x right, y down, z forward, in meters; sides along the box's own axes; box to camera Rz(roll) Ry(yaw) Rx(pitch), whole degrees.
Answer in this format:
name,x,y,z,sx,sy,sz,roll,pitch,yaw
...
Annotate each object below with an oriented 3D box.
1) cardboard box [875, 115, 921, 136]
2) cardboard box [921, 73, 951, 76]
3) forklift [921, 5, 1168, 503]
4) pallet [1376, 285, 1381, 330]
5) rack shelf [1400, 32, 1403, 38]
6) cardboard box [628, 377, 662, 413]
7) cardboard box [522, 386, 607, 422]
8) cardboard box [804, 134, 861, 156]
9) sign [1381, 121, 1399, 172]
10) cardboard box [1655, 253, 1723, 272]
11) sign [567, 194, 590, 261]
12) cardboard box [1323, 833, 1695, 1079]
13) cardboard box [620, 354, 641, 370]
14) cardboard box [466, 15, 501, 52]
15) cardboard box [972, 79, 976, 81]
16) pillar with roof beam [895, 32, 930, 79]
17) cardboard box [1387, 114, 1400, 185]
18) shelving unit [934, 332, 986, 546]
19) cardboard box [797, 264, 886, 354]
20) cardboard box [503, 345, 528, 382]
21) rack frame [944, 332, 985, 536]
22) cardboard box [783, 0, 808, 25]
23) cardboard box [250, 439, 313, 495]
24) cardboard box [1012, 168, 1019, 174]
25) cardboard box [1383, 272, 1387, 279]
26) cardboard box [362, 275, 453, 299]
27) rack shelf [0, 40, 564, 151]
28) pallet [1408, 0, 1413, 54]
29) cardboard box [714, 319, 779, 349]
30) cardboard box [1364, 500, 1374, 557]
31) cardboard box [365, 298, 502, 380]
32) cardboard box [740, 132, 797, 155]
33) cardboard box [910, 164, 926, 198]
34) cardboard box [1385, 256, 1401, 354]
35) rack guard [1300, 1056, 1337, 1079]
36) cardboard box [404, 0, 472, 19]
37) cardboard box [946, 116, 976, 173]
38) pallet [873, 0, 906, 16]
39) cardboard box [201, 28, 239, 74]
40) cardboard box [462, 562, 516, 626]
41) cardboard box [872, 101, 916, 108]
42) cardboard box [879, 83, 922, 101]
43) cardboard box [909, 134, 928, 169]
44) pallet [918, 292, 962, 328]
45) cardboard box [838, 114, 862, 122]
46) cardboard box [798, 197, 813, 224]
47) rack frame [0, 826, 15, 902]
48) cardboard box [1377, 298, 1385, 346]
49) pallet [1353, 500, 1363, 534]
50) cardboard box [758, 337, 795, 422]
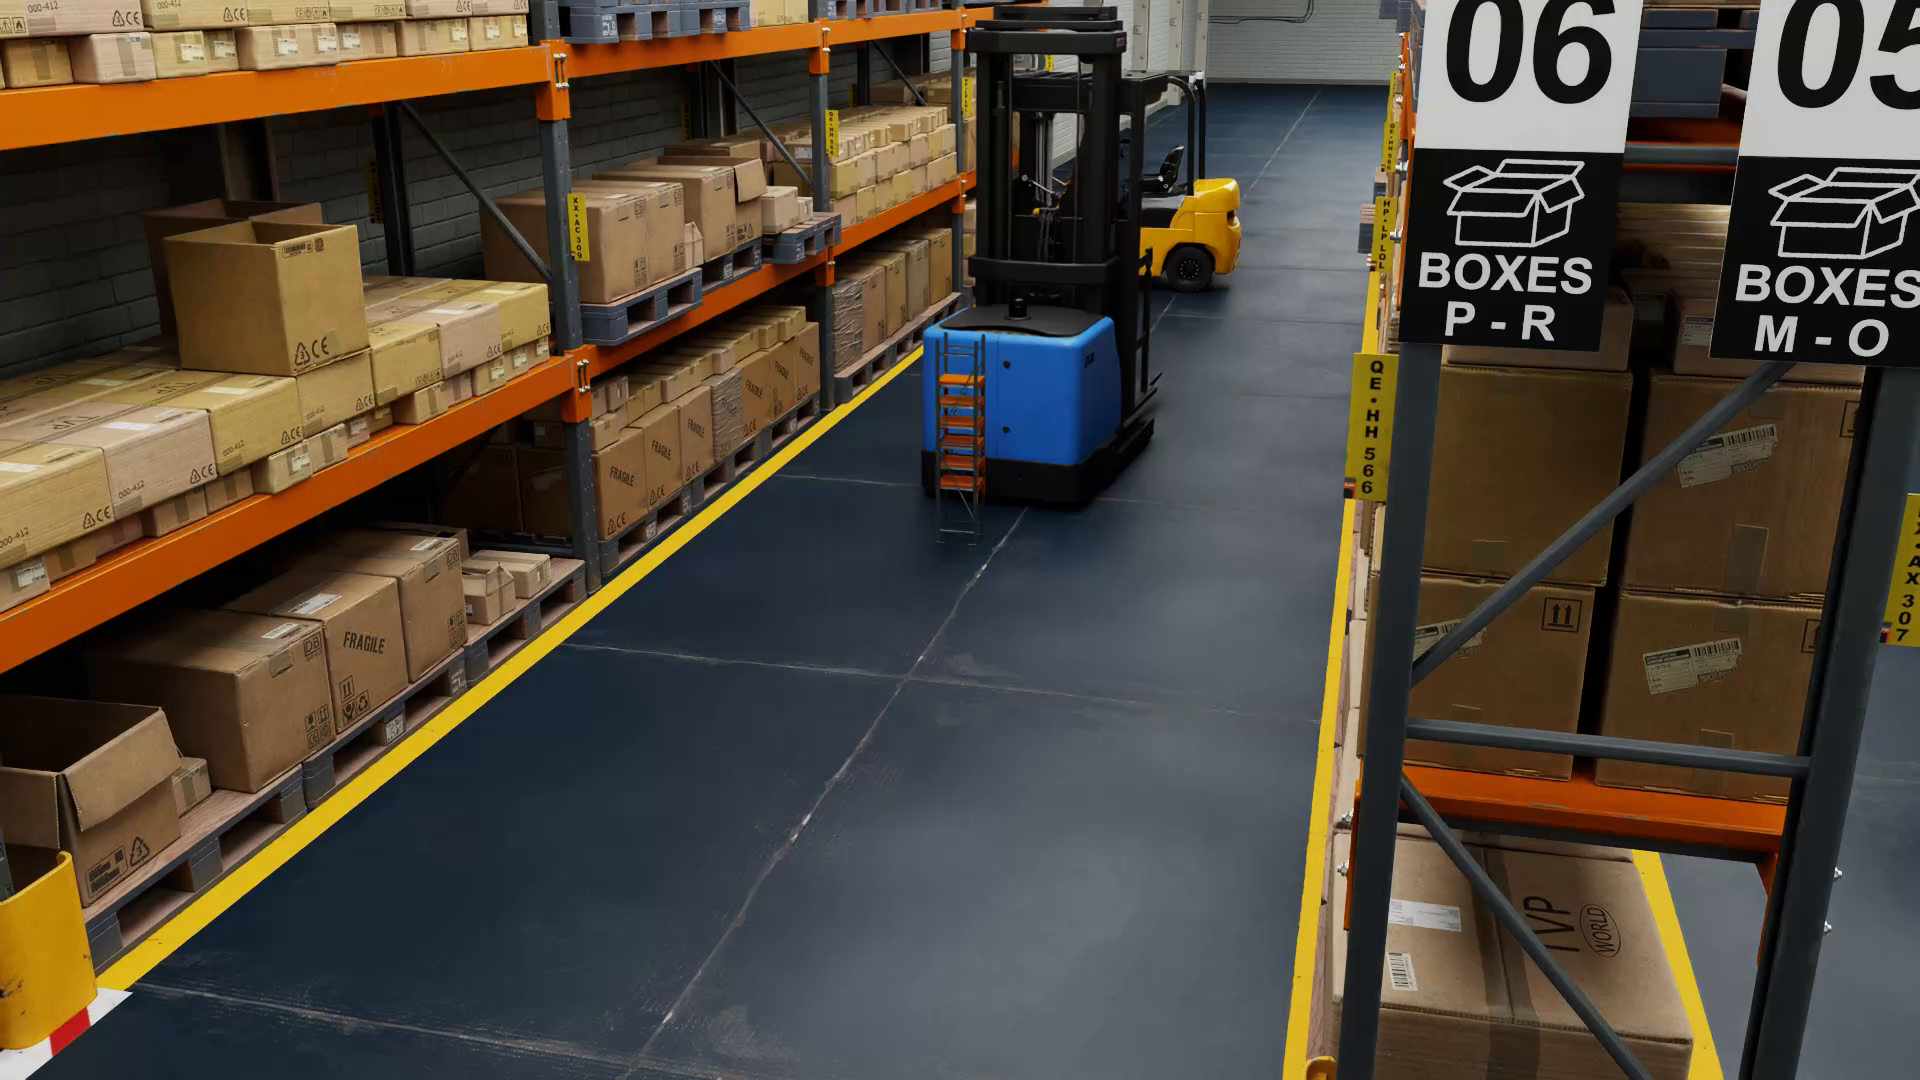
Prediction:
name,x,y,z,sx,sy,sz,roll,pitch,yaw
cardboard box,-0.553,-3.591,14.403,0.380,0.149,0.250,4,19,12
cardboard box,-0.202,-4.948,17.916,0.380,0.149,0.250,4,19,12
forklift,0.728,-2.052,11.160,1.130,2.935,3.031,7,20,18
pallet,4.476,-2.189,15.771,1.003,0.211,1.213,5,19,13
rack shelf,4.835,-5.002,16.163,1.077,0.370,4.000,5,19,13
cardboard box,-1.979,-0.855,9.763,0.380,0.149,0.250,4,19,12
cardboard box,-2.136,-0.739,8.964,0.380,0.149,0.250,4,19,12
cardboard box,-0.980,-3.030,12.760,0.380,0.149,0.250,5,20,15
sign,2.841,-2.592,10.968,0.100,0.325,0.005,5,19,13
cardboard box,1.939,-0.612,4.132,0.380,0.149,0.250,5,20,15
sign,-1.894,-1.548,8.241,0.100,0.325,0.005,5,19,13
cardboard box,1.479,1.264,4.659,0.875,0.438,0.875,4,19,12
cardboard box,-2.246,-1.126,10.558,0.380,0.149,0.250,4,19,11
cardboard box,-2.287,-2.267,7.433,0.380,0.149,0.250,5,19,13
cardboard box,0.127,-4.584,16.849,0.380,0.149,0.250,4,19,13
pillar with roof beam,3.640,-7.292,17.115,9.100,9.000,0.400,5,19,13
cardboard box,3.326,-2.756,11.852,0.500,0.500,0.500,4,19,13
shelving unit,0.004,-0.572,9.507,0.258,1.200,0.189,5,19,13
cardboard box,-1.127,-1.908,13.656,0.875,0.625,0.625,5,20,15
cardboard box,-2.298,-0.857,7.945,0.380,0.149,0.250,5,20,15
rack frame,0.026,-0.601,9.591,0.240,1.200,0.006,5,19,13
cardboard box,-1.335,-3.601,11.182,0.500,0.250,0.500,4,19,12
cardboard box,-2.690,-0.288,6.278,0.380,0.149,0.250,4,19,12
cardboard box,0.699,-4.142,19.231,0.500,0.250,0.500,5,20,15
cardboard box,2.608,-1.593,9.170,0.500,0.250,0.500,5,19,14
cardboard box,-2.805,-1.115,8.083,0.500,0.250,0.500,4,19,13
rack shelf,-2.911,-1.631,6.295,1.077,0.370,4.000,5,19,13
pallet,2.182,-1.910,6.136,1.003,0.211,1.213,5,19,13
cardboard box,-1.464,-1.414,11.400,0.380,0.149,0.250,4,19,12
cardboard box,1.643,-0.235,5.580,0.500,0.500,0.500,5,20,15
cardboard box,-2.418,-0.912,7.488,0.500,0.250,0.500,5,19,14
cardboard box,-1.484,-3.072,12.883,0.380,0.149,0.250,5,19,13
cardboard box,-0.606,-3.126,14.430,0.500,0.250,0.500,5,19,14
cardboard box,1.525,-0.546,4.943,0.500,0.500,0.500,5,19,13
rack guard,1.409,1.656,4.066,1.175,0.500,0.348,5,19,13
cardboard box,-2.414,-2.334,7.010,0.500,0.250,0.500,4,19,12
cardboard box,-0.106,-3.852,16.171,0.500,0.500,0.500,4,19,12
pallet,-1.096,-4.334,13.386,1.003,0.211,1.213,6,20,16
cardboard box,-2.760,-1.706,5.789,0.380,0.149,0.250,4,19,13
cardboard box,-2.361,0.226,7.966,0.396,0.266,0.258,5,20,15
cardboard box,-0.638,-4.162,16.074,0.380,0.149,0.250,5,19,13
cardboard box,-0.581,-4.381,16.255,0.380,0.149,0.250,4,19,12
cardboard box,-0.589,-3.357,14.332,0.500,0.250,0.500,5,19,14
pallet,-0.610,-2.133,15.606,1.003,0.211,1.213,5,19,13
cardboard box,-1.068,-3.632,14.521,0.380,0.149,0.250,5,19,13
cardboard box,-1.234,-2.277,11.451,0.380,0.149,0.250,5,19,14
rack frame,-3.400,0.075,4.829,1.000,3.000,0.127,5,19,13
cardboard box,3.120,-1.025,10.686,0.875,0.875,0.875,4,19,13
pallet,2.803,-0.100,9.654,1.003,0.211,1.213,5,19,13
cardboard box,-1.472,-1.143,11.611,0.500,0.500,0.500,4,19,13
